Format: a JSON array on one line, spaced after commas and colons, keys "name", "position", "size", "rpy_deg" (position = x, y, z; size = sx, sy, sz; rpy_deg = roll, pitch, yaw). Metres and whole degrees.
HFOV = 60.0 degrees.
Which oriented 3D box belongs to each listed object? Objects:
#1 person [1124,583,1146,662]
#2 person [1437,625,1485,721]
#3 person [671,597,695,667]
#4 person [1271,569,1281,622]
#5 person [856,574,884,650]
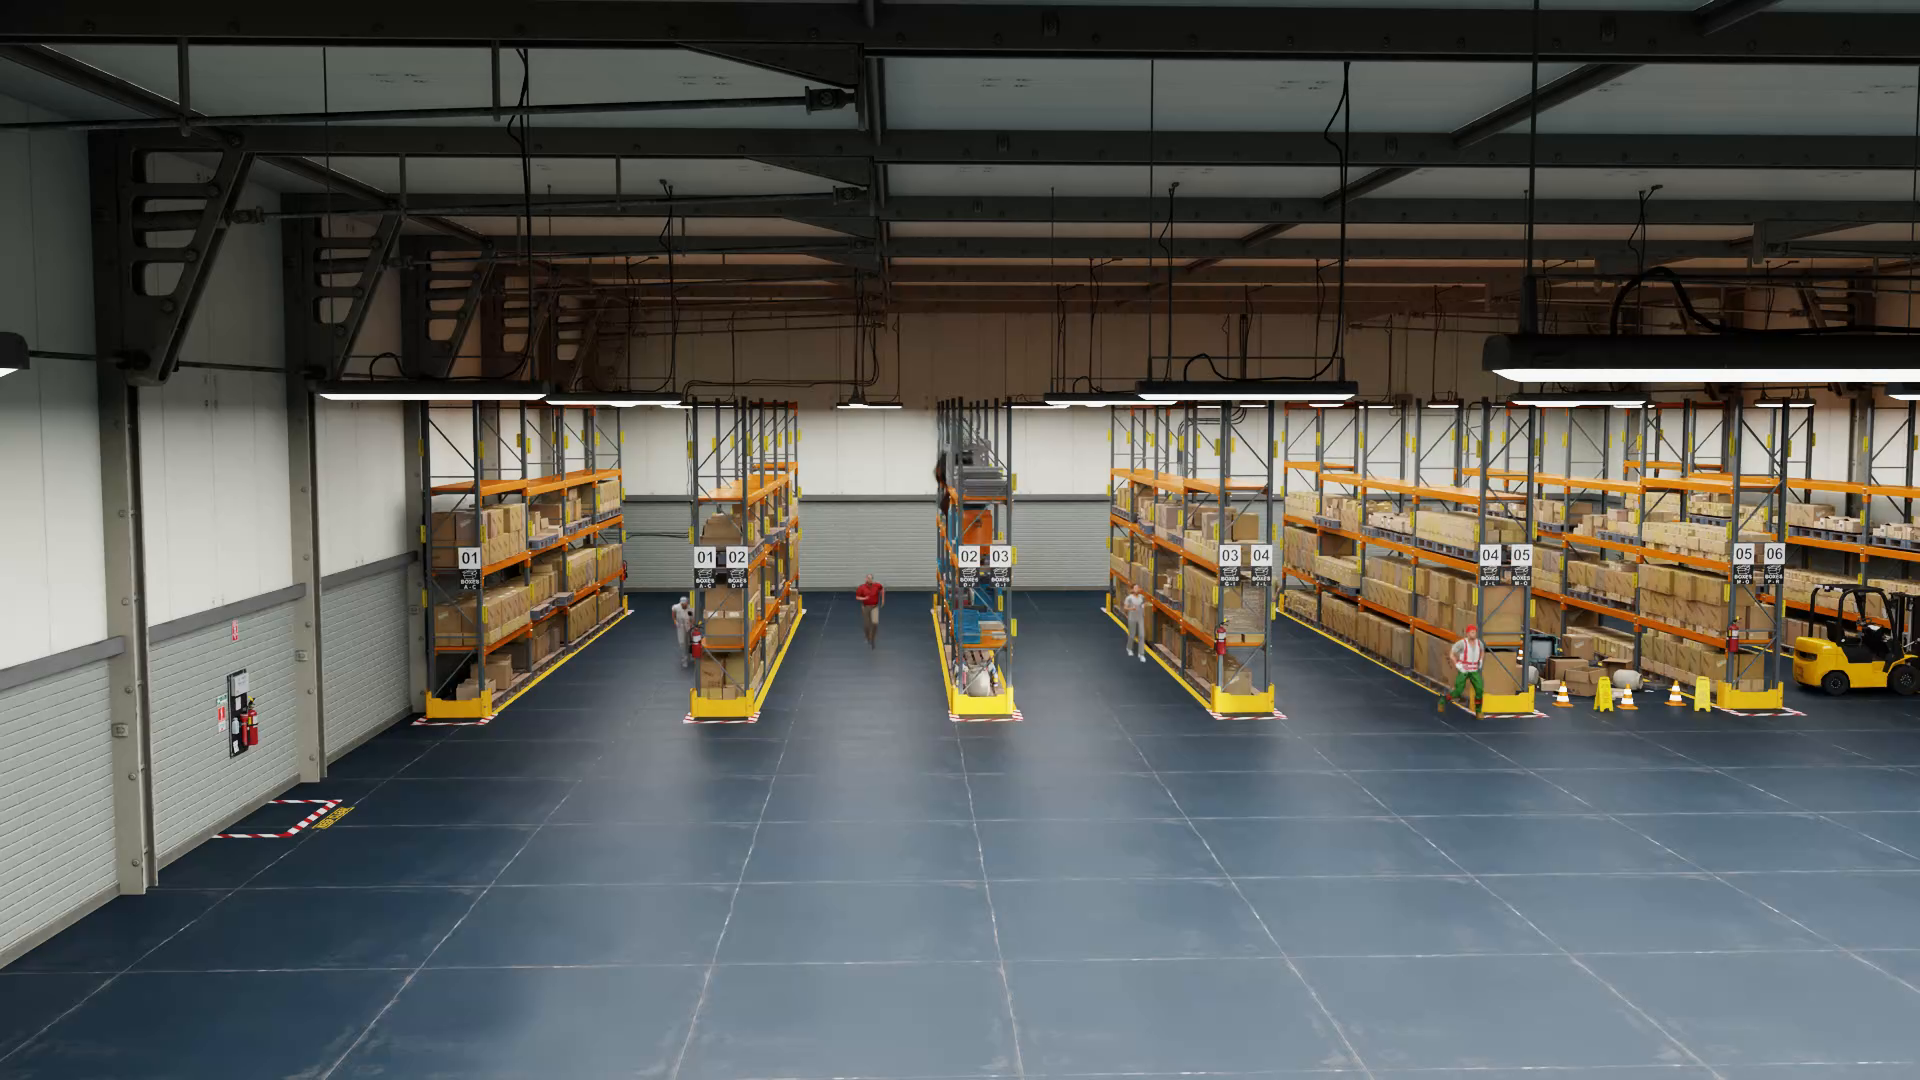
[{"name": "person", "position": [3.869, 1.782, 36.635], "size": [0.561, 1.688, 0.904], "rpy_deg": [-1, 4, -11]}, {"name": "person", "position": [9.452, 2.465, 31.087], "size": [0.885, 1.778, 0.732], "rpy_deg": [-2, 5, -19]}, {"name": "person", "position": [-6.202, 2.051, 37.655], "size": [0.641, 1.627, 1.019], "rpy_deg": [0, 4, 1]}, {"name": "person", "position": [8.159, 1.536, 43.735], "size": [0.568, 1.637, 0.565], "rpy_deg": [0, 4, 1]}, {"name": "person", "position": [-2.078, 1.650, 38.530], "size": [0.688, 1.759, 0.857], "rpy_deg": [-1, 4, -9]}]
